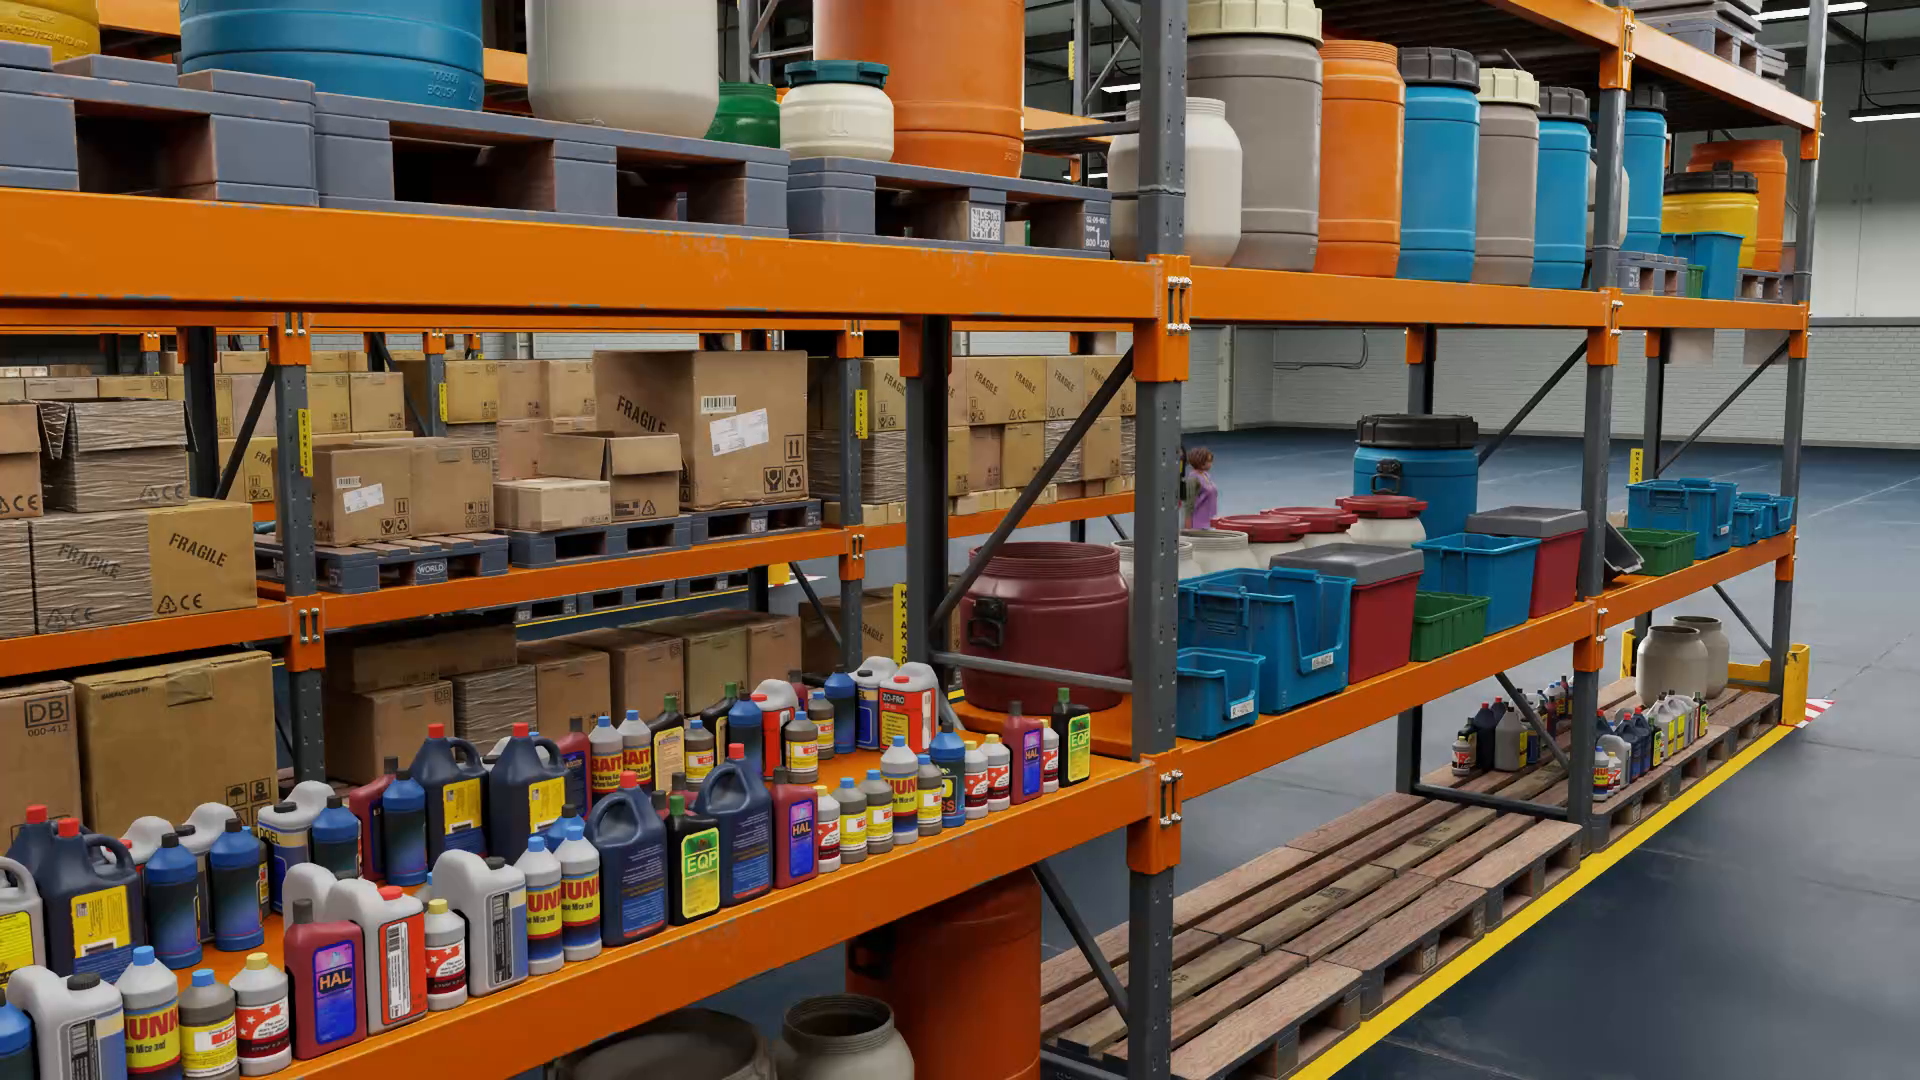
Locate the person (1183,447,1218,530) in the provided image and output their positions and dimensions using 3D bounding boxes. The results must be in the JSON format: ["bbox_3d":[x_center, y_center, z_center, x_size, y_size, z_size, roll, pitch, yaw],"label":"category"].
[{"bbox_3d":[2.232,-0.115,15.768,0.814,1.549,0.457,3,8,25],"label":"person"}]
